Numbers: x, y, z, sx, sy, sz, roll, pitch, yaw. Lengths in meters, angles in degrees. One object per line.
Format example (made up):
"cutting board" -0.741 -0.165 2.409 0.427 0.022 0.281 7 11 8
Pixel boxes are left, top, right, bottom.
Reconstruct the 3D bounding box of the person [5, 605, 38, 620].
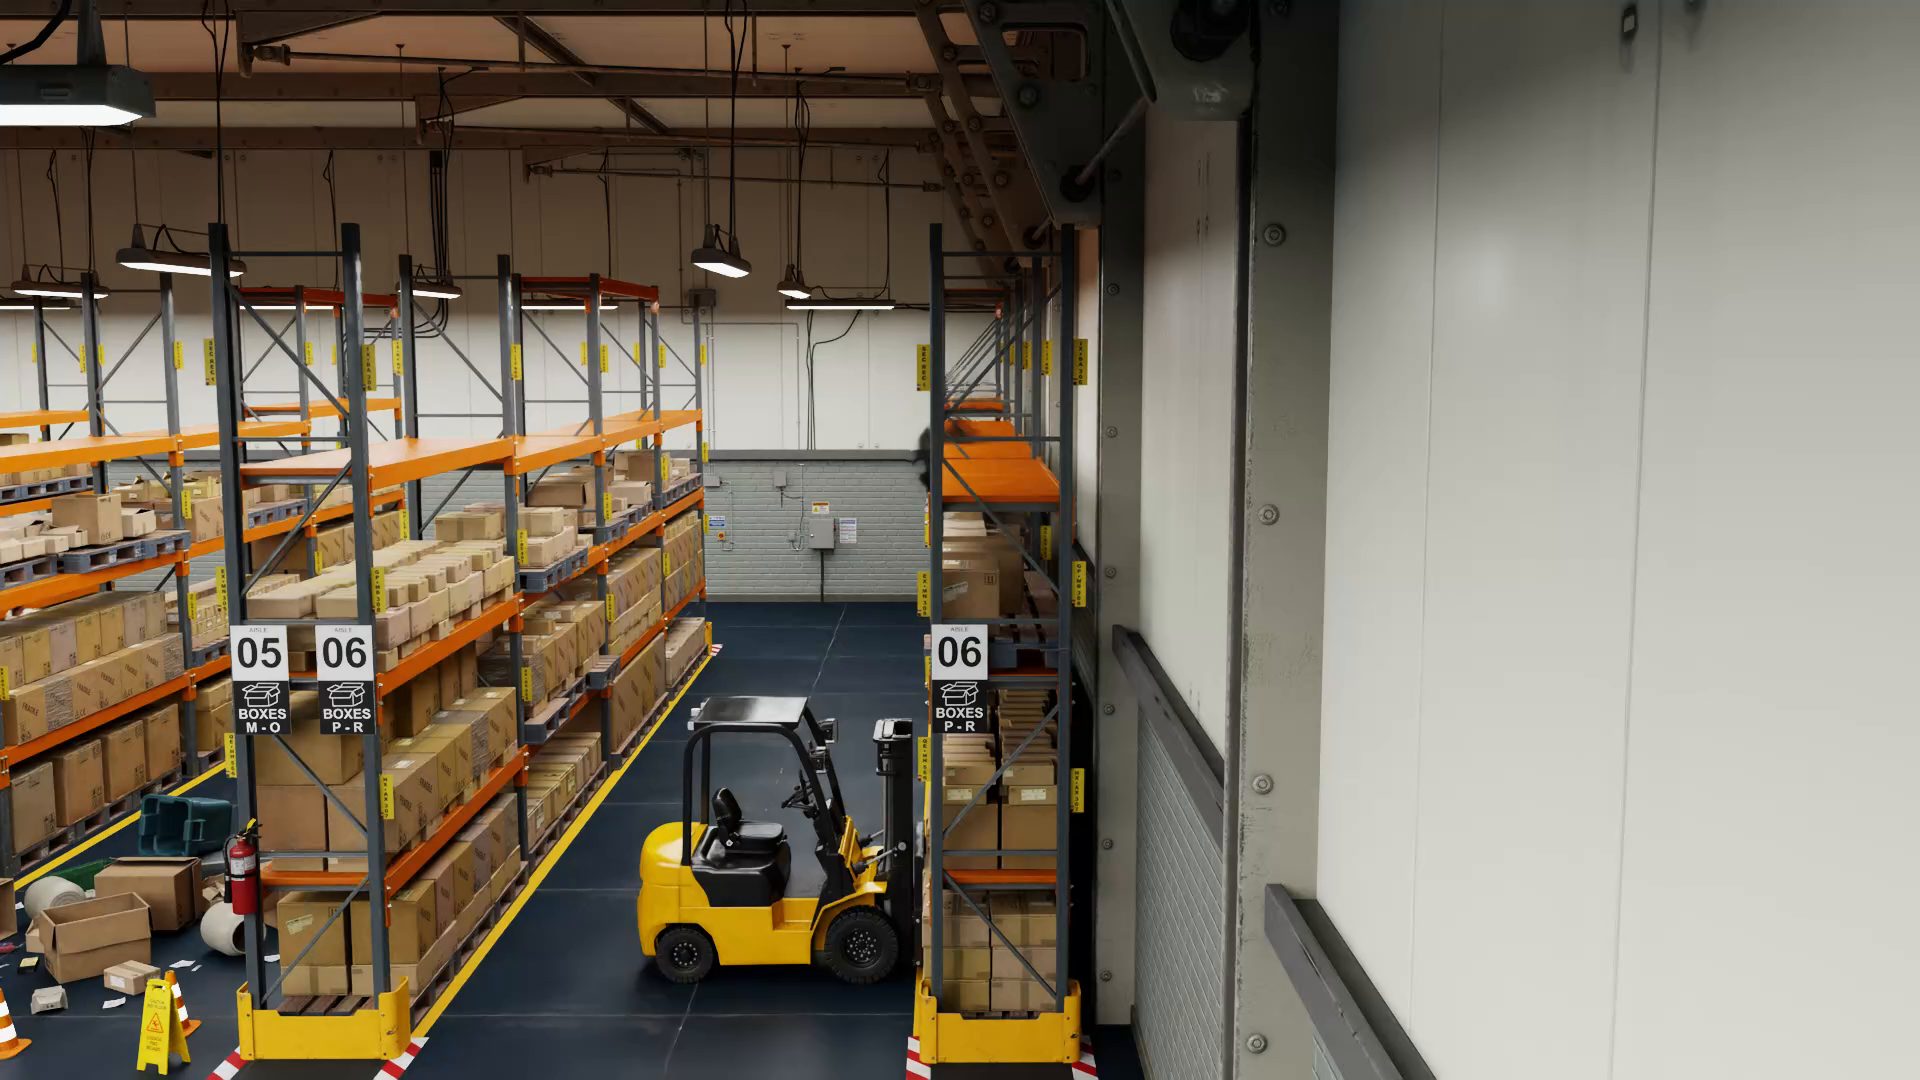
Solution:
"person" -13.064 1.566 23.247 0.691 1.759 0.823 1 7 6
